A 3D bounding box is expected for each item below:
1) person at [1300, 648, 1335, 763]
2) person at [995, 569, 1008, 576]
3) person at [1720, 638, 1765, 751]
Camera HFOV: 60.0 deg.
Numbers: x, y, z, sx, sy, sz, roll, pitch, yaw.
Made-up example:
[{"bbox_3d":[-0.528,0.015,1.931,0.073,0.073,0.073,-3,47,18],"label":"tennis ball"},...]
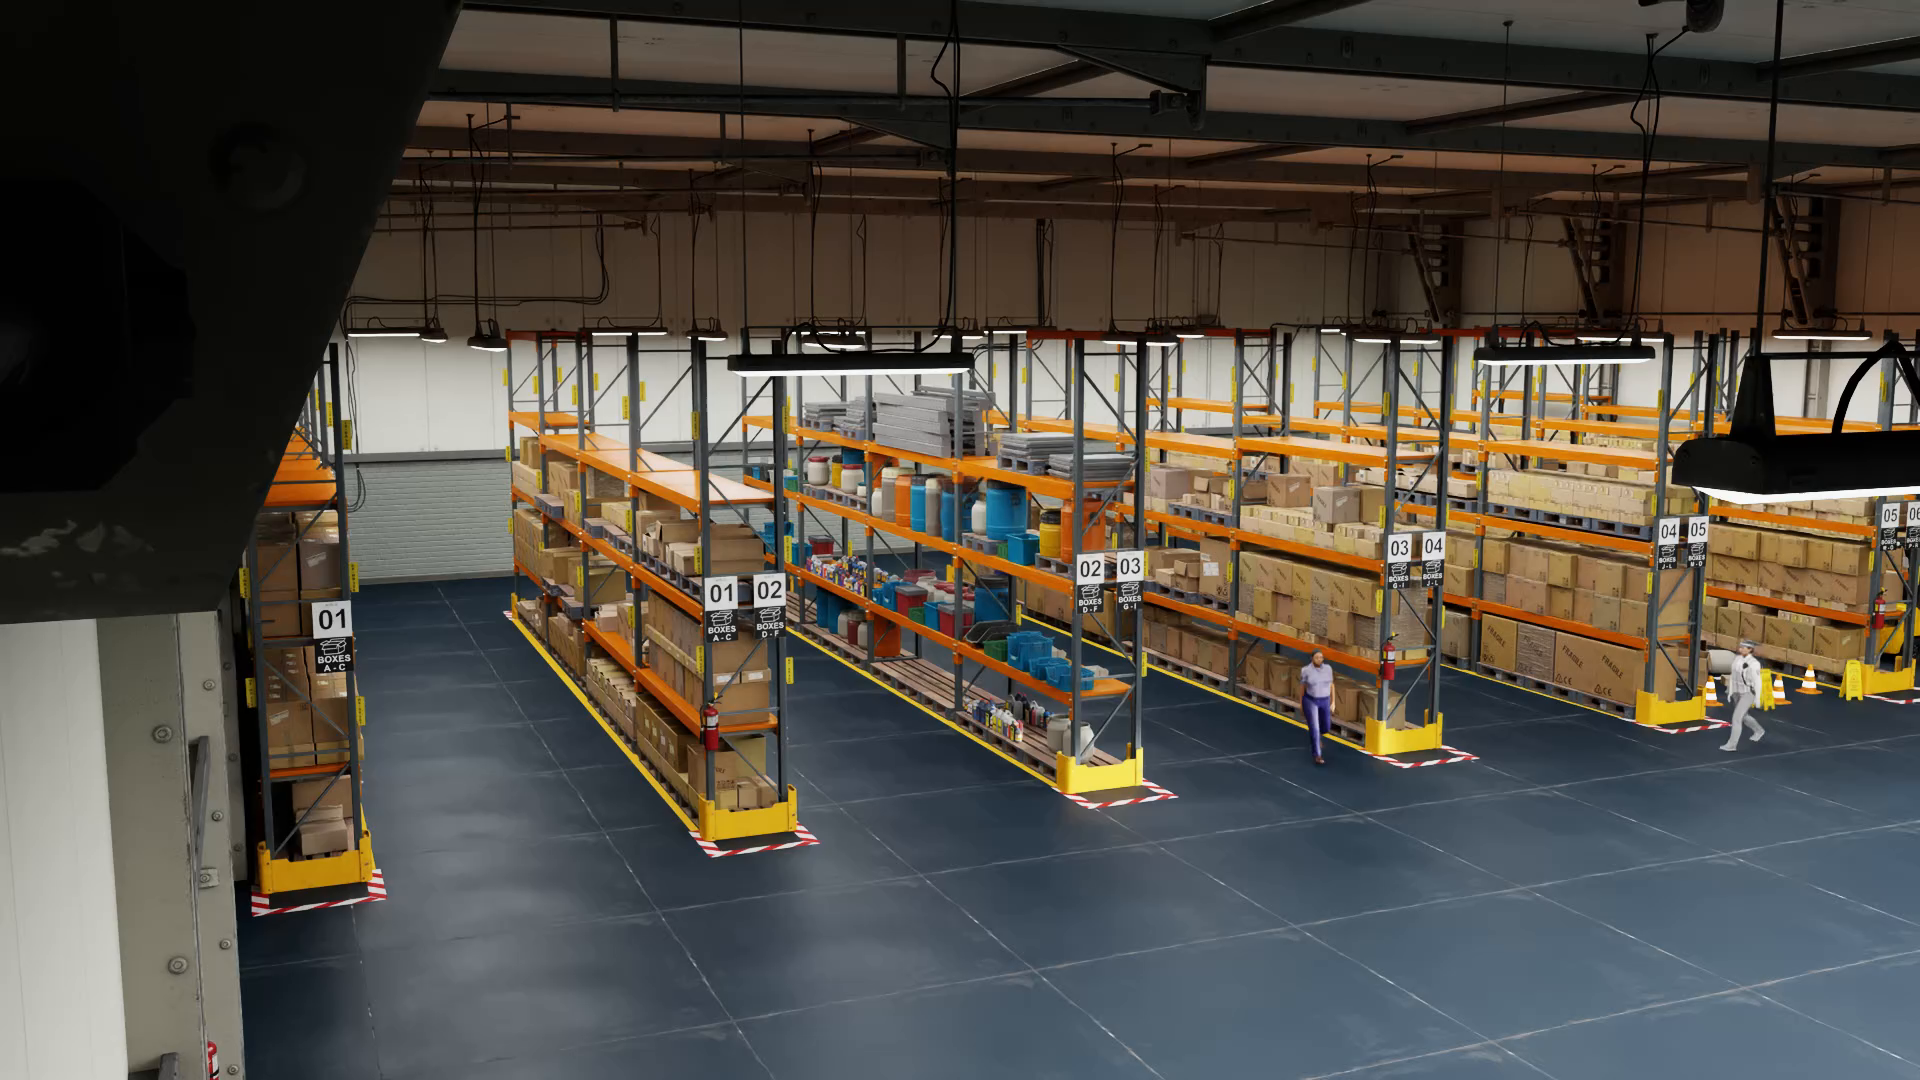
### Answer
[{"bbox_3d":[5.084,2.313,23.735,0.502,1.610,0.889,-1,8,-8],"label":"person"},{"bbox_3d":[0.860,1.021,33.171,0.380,1.689,0.501,7,11,43],"label":"person"},{"bbox_3d":[11.453,2.222,24.205,0.970,1.642,0.486,-3,8,-21],"label":"person"}]
